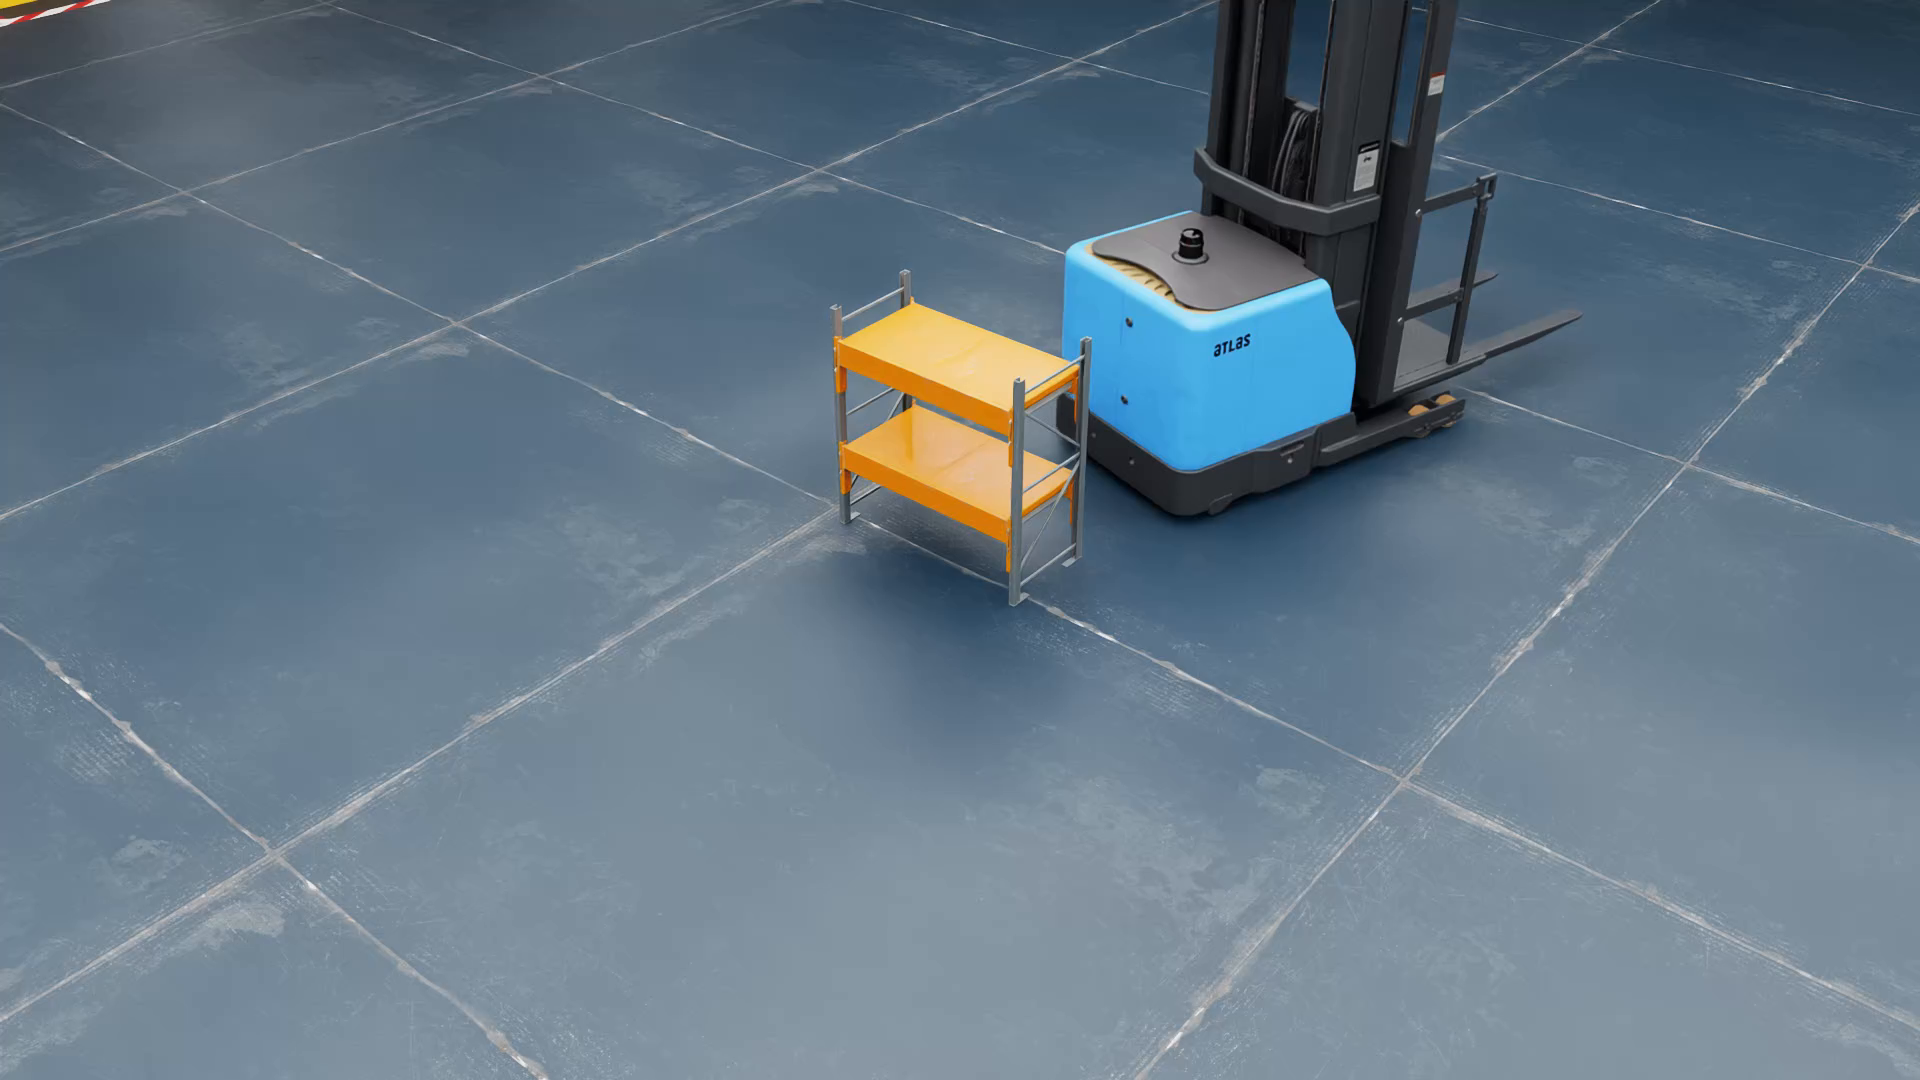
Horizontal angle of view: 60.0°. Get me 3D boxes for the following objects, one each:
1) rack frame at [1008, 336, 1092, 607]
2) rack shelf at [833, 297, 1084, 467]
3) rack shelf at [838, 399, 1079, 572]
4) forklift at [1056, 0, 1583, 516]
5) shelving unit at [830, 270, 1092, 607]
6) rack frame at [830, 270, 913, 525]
[{"bbox_3d":[0.385,-0.282,7.167,0.032,1.125,0.500,25,42,32],"label":"rack frame"},{"bbox_3d":[-0.005,-0.707,7.269,1.000,0.278,0.538,25,42,32],"label":"rack shelf"},{"bbox_3d":[-0.005,-0.265,7.574,1.000,0.278,0.538,25,42,32],"label":"rack shelf"},{"bbox_3d":[1.997,-1.959,8.013,3.031,2.935,1.130,-21,39,-27],"label":"forklift"},{"bbox_3d":[-0.005,-0.466,7.435,1.048,1.125,0.538,25,42,32],"label":"shelving unit"},{"bbox_3d":[-0.396,-0.650,7.703,0.032,1.125,0.500,25,42,32],"label":"rack frame"}]
